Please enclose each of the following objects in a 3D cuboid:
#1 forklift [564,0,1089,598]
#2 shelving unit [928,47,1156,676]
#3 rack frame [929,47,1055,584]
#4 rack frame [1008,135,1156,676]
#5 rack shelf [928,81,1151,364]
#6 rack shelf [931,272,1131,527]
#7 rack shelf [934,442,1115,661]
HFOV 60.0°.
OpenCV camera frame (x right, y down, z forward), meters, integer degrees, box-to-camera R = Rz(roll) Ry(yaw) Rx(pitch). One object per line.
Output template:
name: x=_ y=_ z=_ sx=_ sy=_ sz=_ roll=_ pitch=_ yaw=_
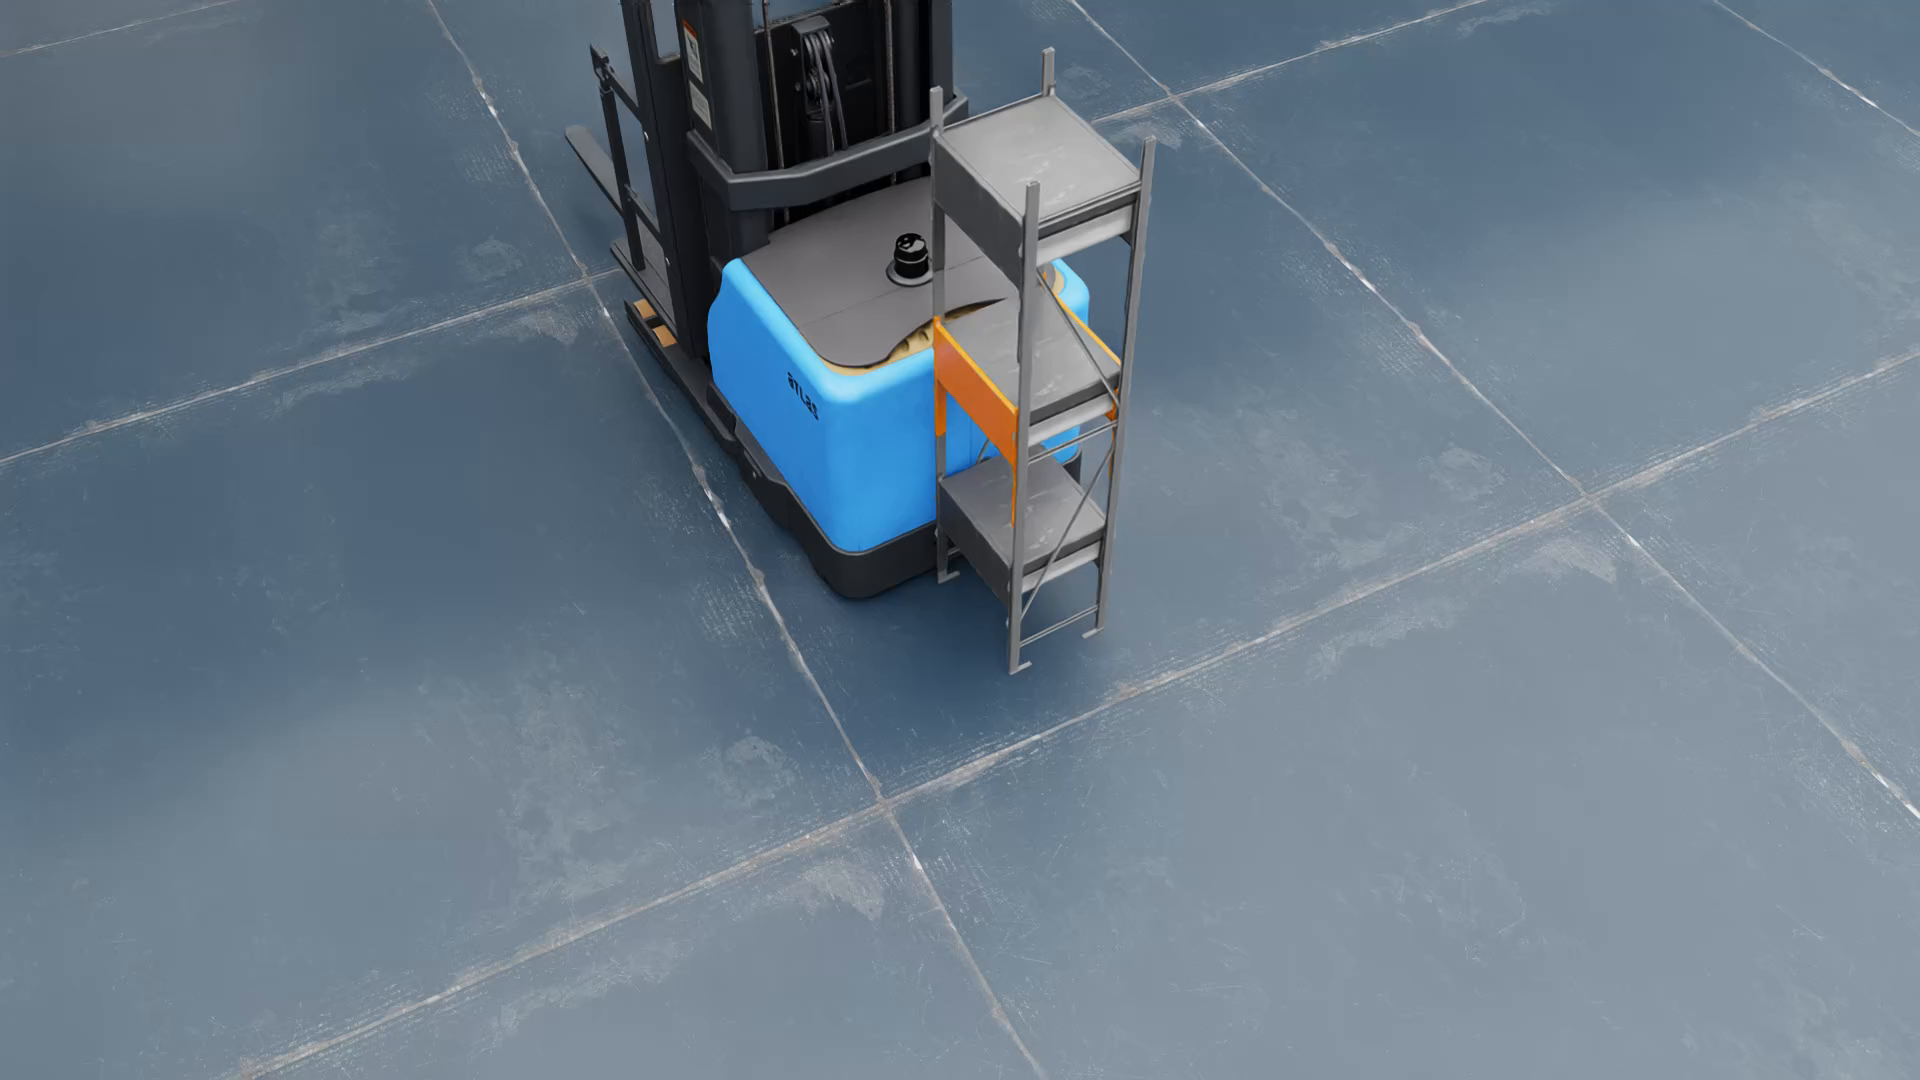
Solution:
forklift: x=-0.740 y=-1.857 z=5.927 sx=1.130 sy=2.935 sz=3.031 roll=-24 pitch=53 yaw=-20
shelving unit: x=0.217 y=-0.454 z=5.252 sx=0.431 sy=2.100 sz=0.503 roll=-24 pitch=53 yaw=-20
rack frame: x=0.091 y=-0.611 z=5.389 sx=0.400 sy=2.100 sz=0.015 roll=-24 pitch=53 yaw=-20
rack frame: x=0.344 y=-0.296 z=5.114 sx=0.400 sy=2.100 sz=0.015 roll=-24 pitch=53 yaw=-20
rack shelf: x=0.217 y=-0.905 z=4.735 sx=0.431 sy=0.518 sz=0.480 roll=-24 pitch=53 yaw=-20
rack shelf: x=0.217 y=-0.445 z=5.262 sx=0.431 sy=0.518 sz=0.480 roll=-24 pitch=53 yaw=-20
rack shelf: x=0.217 y=0.016 z=5.789 sx=0.431 sy=0.518 sz=0.480 roll=-24 pitch=53 yaw=-20
